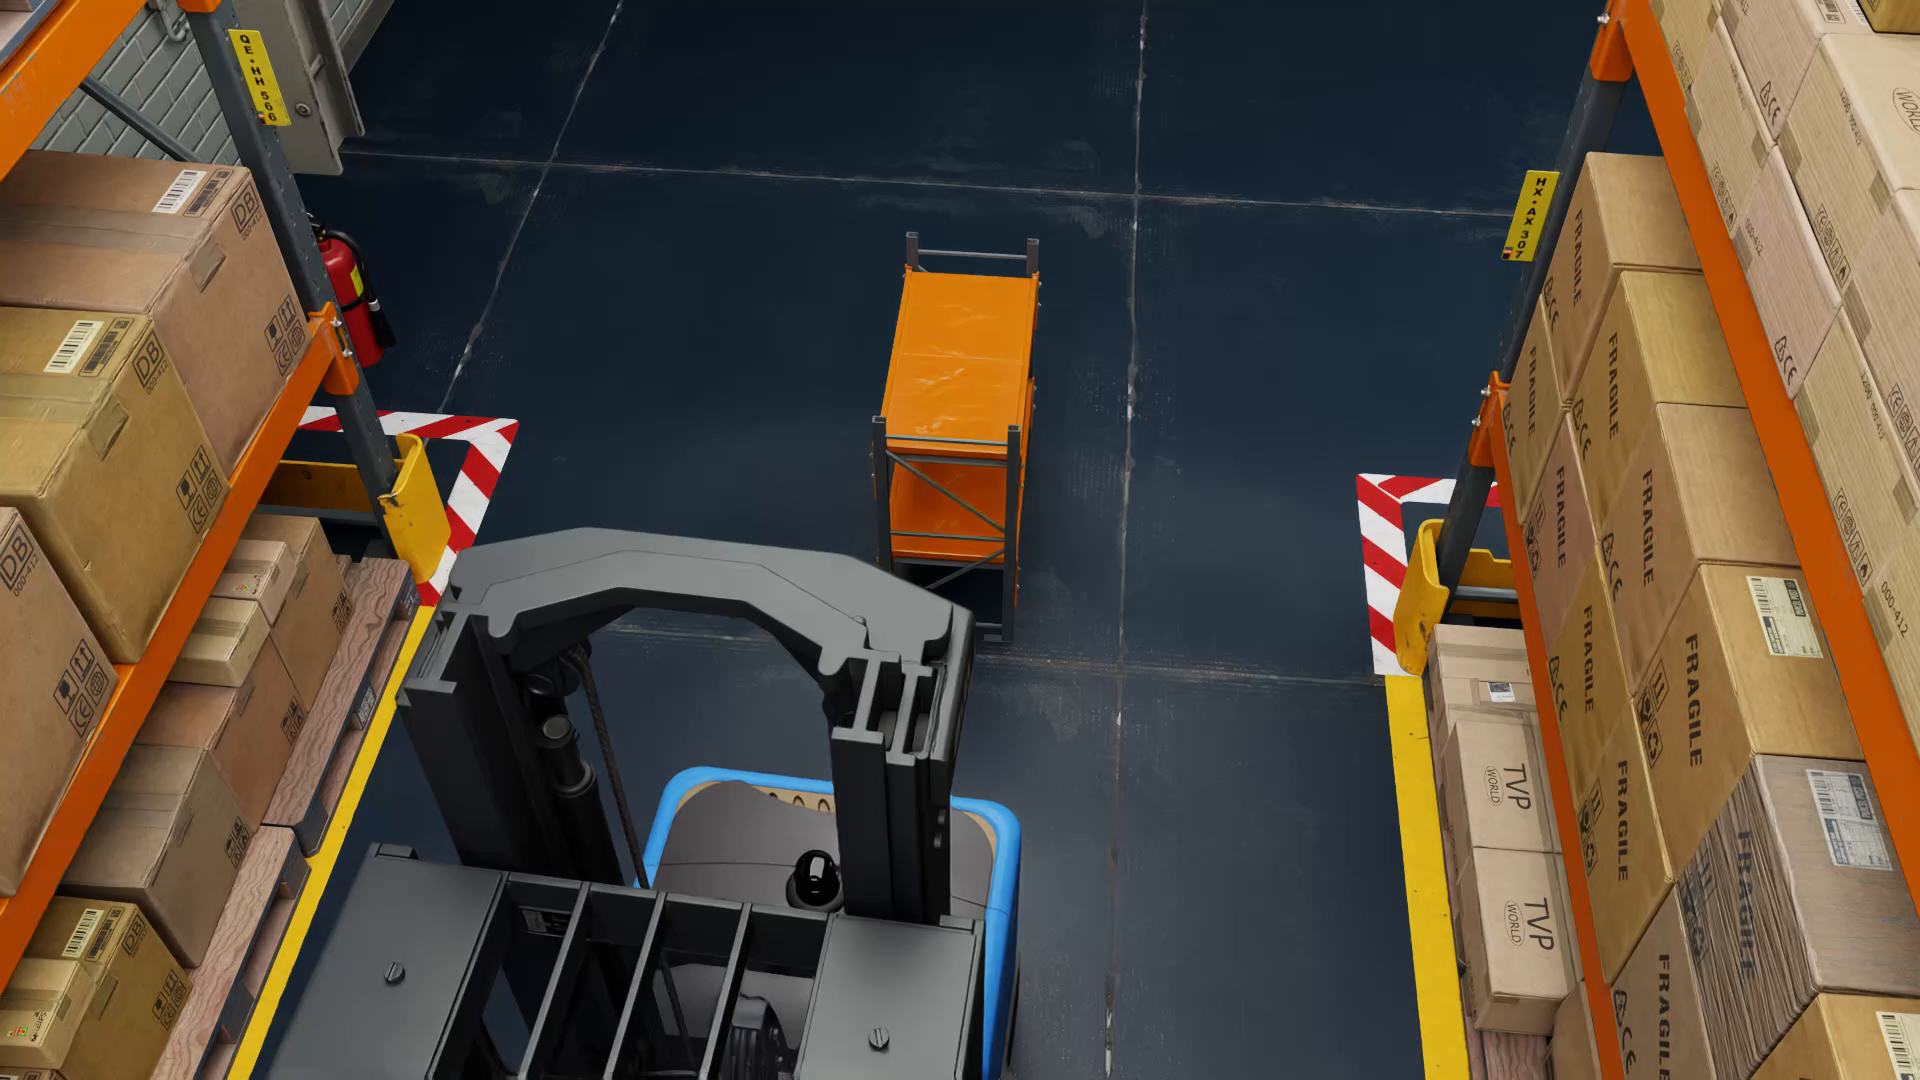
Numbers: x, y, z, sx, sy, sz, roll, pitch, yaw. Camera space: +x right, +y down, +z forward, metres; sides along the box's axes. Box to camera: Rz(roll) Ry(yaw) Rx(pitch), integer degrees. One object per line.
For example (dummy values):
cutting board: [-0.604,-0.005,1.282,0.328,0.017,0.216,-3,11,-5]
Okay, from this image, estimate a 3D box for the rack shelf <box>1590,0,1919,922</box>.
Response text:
rack shelf: [2.082,0.053,3.124,1.077,0.370,4.000,4,48,4]

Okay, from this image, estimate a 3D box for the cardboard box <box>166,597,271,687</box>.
cardboard box: [-2.486,0.321,5.394,0.380,0.149,0.250,5,48,5]

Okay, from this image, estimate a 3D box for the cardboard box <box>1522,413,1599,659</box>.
cardboard box: [1.920,0.007,4.643,0.500,0.500,0.500,3,48,3]

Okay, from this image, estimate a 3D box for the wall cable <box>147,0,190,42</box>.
wall cable: [-3.494,-2.325,6.155,0.084,1.984,1.851,4,48,4]

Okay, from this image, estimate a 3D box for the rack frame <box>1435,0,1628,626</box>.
rack frame: [2.265,-0.647,5.309,1.000,3.000,0.127,4,48,4]

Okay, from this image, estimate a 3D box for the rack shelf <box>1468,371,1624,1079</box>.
rack shelf: [2.082,1.065,4.231,1.077,0.370,4.000,4,48,4]

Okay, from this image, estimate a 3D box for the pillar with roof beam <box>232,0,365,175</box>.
pillar with roof beam: [1.003,-4.755,5.001,9.100,9.000,0.400,4,48,4]

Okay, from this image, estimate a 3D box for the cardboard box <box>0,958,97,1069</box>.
cardboard box: [-2.603,1.279,4.517,0.380,0.149,0.250,3,48,2]

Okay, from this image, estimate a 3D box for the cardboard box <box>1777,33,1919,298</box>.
cardboard box: [1.867,-0.683,3.072,0.500,0.250,0.500,4,48,4]

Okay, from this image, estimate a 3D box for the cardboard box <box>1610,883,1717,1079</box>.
cardboard box: [1.780,1.117,3.628,0.500,0.500,0.500,5,48,4]

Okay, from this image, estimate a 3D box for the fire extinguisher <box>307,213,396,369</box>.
fire extinguisher: [-2.195,-0.906,5.851,0.296,0.674,0.183,4,48,4]

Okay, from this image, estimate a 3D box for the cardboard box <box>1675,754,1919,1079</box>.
cardboard box: [1.779,0.785,3.254,0.500,0.500,0.500,4,48,4]

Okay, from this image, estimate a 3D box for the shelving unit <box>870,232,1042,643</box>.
shelving unit: [0.001,-0.385,6.339,0.538,1.125,1.048,4,48,4]

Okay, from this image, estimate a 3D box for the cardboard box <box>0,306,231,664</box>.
cardboard box: [-2.760,-0.168,4.668,0.980,0.700,0.700,4,48,3]

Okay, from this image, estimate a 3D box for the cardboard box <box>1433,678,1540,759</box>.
cardboard box: [1.862,0.629,5.764,0.380,0.166,0.250,4,48,4]

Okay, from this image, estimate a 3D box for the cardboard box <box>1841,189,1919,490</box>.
cardboard box: [1.817,-0.316,2.736,0.500,0.250,0.500,4,48,4]

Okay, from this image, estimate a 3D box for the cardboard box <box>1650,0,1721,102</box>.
cardboard box: [1.965,-1.249,3.928,0.500,0.250,0.500,4,48,4]

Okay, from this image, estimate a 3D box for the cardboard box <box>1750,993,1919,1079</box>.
cardboard box: [1.732,1.155,2.915,0.500,0.500,0.500,3,48,3]

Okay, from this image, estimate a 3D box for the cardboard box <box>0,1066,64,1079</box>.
cardboard box: [-2.814,1.752,4.524,0.700,0.500,0.500,3,48,3]

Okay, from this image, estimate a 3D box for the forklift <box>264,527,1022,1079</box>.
forklift: [-0.535,1.498,3.393,1.130,2.935,3.031,6,48,6]

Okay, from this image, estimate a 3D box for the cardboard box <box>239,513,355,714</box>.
cardboard box: [-2.633,0.245,5.902,0.700,0.500,0.500,4,48,4]

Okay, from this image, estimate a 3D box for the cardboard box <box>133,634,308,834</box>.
cardboard box: [-2.678,0.613,5.566,0.700,0.500,0.500,4,48,3]

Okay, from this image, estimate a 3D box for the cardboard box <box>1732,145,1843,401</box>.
cardboard box: [1.862,-0.515,3.257,0.500,0.250,0.500,4,48,4]

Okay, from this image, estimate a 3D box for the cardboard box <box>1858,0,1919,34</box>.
cardboard box: [2.104,-1.291,3.120,0.700,0.500,0.500,4,48,4]

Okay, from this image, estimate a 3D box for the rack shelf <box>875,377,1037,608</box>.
rack shelf: [0.001,-0.220,6.520,0.538,0.278,1.000,4,48,4]

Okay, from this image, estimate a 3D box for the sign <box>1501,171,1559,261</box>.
sign: [1.724,-0.976,5.023,0.100,0.325,0.005,4,48,4]

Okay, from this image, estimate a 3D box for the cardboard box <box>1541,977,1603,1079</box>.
cardboard box: [2.066,1.605,4.643,0.797,0.503,0.637,4,48,4]

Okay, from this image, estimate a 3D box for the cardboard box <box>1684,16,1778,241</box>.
cardboard box: [1.906,-0.882,3.593,0.500,0.250,0.500,4,48,4]

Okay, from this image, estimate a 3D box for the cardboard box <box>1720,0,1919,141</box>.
cardboard box: [1.906,-1.051,3.408,0.500,0.250,0.500,4,48,4]

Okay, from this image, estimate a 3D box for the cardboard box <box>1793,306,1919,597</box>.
cardboard box: [1.823,-0.147,2.920,0.500,0.250,0.500,4,48,4]

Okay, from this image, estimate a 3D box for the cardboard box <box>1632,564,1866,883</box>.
cardboard box: [1.826,0.415,3.592,0.500,0.500,0.500,3,48,3]

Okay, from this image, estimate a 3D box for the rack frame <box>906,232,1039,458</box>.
rack frame: [0.047,-0.758,6.681,0.500,1.125,0.032,4,48,4]

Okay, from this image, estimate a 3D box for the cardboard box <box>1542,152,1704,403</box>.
cardboard box: [1.962,-0.710,4.621,0.500,0.500,0.500,5,48,5]

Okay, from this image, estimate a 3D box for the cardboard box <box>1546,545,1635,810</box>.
cardboard box: [1.871,0.375,4.306,0.500,0.500,0.500,4,48,3]

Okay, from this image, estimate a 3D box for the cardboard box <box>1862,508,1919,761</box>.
cardboard box: [1.773,0.220,2.585,0.500,0.250,0.500,4,48,4]

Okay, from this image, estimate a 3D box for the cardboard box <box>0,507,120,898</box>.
cardboard box: [-2.839,0.391,4.156,0.980,0.700,0.700,2,48,2]

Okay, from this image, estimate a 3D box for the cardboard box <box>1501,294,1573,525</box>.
cardboard box: [1.962,-0.373,4.990,0.500,0.500,0.500,5,48,4]

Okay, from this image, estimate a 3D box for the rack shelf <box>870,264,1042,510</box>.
rack shelf: [0.001,-0.582,6.123,0.538,0.278,1.000,4,48,4]

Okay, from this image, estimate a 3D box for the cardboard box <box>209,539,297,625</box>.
cardboard box: [-2.463,0.133,5.565,0.380,0.149,0.250,3,48,3]

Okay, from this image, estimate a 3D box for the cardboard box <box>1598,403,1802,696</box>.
cardboard box: [1.871,0.042,3.934,0.500,0.500,0.500,4,48,4]

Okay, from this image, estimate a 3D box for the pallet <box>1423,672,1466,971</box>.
pallet: [2.186,0.936,5.751,1.003,0.211,1.213,4,48,4]

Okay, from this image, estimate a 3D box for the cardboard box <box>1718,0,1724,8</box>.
cardboard box: [1.959,-1.418,3.744,0.500,0.250,0.500,4,48,4]

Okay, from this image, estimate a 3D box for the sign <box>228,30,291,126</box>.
sign: [-2.130,-1.402,5.054,0.100,0.325,0.005,4,48,4]

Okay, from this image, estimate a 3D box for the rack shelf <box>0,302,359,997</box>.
rack shelf: [-2.851,0.735,4.533,1.077,0.370,4.000,4,48,4]

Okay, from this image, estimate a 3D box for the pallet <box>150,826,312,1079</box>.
pallet: [-2.777,1.450,5.281,1.003,0.211,1.213,4,48,4]

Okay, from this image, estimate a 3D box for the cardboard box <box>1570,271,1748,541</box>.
cardboard box: [1.922,-0.326,4.270,0.500,0.500,0.500,4,48,4]

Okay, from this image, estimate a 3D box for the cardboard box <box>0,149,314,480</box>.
cardboard box: [-2.705,-0.704,5.157,0.980,0.700,0.700,6,48,5]

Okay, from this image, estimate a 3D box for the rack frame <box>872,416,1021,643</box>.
rack frame: [-0.046,-0.011,5.998,0.500,1.125,0.032,4,48,4]

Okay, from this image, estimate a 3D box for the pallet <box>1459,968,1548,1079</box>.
pallet: [2.072,1.830,4.934,1.003,0.211,1.213,4,48,4]

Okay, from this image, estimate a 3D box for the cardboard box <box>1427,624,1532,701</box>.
cardboard box: [1.884,0.451,5.939,0.380,0.149,0.250,4,48,4]

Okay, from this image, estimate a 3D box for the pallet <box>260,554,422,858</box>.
pallet: [-2.664,0.556,6.098,1.003,0.211,1.213,4,48,4]

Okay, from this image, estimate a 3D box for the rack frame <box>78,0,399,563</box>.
rack frame: [-2.669,-0.978,5.612,1.000,3.000,0.127,4,48,4]

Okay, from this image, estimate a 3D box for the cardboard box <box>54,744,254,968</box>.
cardboard box: [-2.724,0.983,5.228,0.700,0.500,0.500,2,48,2]

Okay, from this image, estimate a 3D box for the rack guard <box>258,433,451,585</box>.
rack guard: [-2.666,-0.152,6.550,1.175,0.500,0.348,4,48,4]

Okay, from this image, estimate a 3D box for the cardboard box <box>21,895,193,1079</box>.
cardboard box: [-2.765,1.375,4.869,0.700,0.500,0.500,5,48,4]

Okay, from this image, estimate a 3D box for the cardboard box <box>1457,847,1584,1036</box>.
cardboard box: [1.842,1.247,5.142,0.500,0.250,0.500,4,48,4]

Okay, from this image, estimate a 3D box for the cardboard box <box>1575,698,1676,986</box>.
cardboard box: [1.824,0.742,3.970,0.500,0.500,0.500,4,48,4]

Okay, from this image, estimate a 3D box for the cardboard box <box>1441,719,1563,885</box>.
cardboard box: [1.887,0.880,5.478,0.500,0.250,0.500,4,48,4]

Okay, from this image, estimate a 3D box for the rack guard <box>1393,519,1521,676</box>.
rack guard: [2.258,0.252,6.181,1.175,0.500,0.348,4,48,4]
